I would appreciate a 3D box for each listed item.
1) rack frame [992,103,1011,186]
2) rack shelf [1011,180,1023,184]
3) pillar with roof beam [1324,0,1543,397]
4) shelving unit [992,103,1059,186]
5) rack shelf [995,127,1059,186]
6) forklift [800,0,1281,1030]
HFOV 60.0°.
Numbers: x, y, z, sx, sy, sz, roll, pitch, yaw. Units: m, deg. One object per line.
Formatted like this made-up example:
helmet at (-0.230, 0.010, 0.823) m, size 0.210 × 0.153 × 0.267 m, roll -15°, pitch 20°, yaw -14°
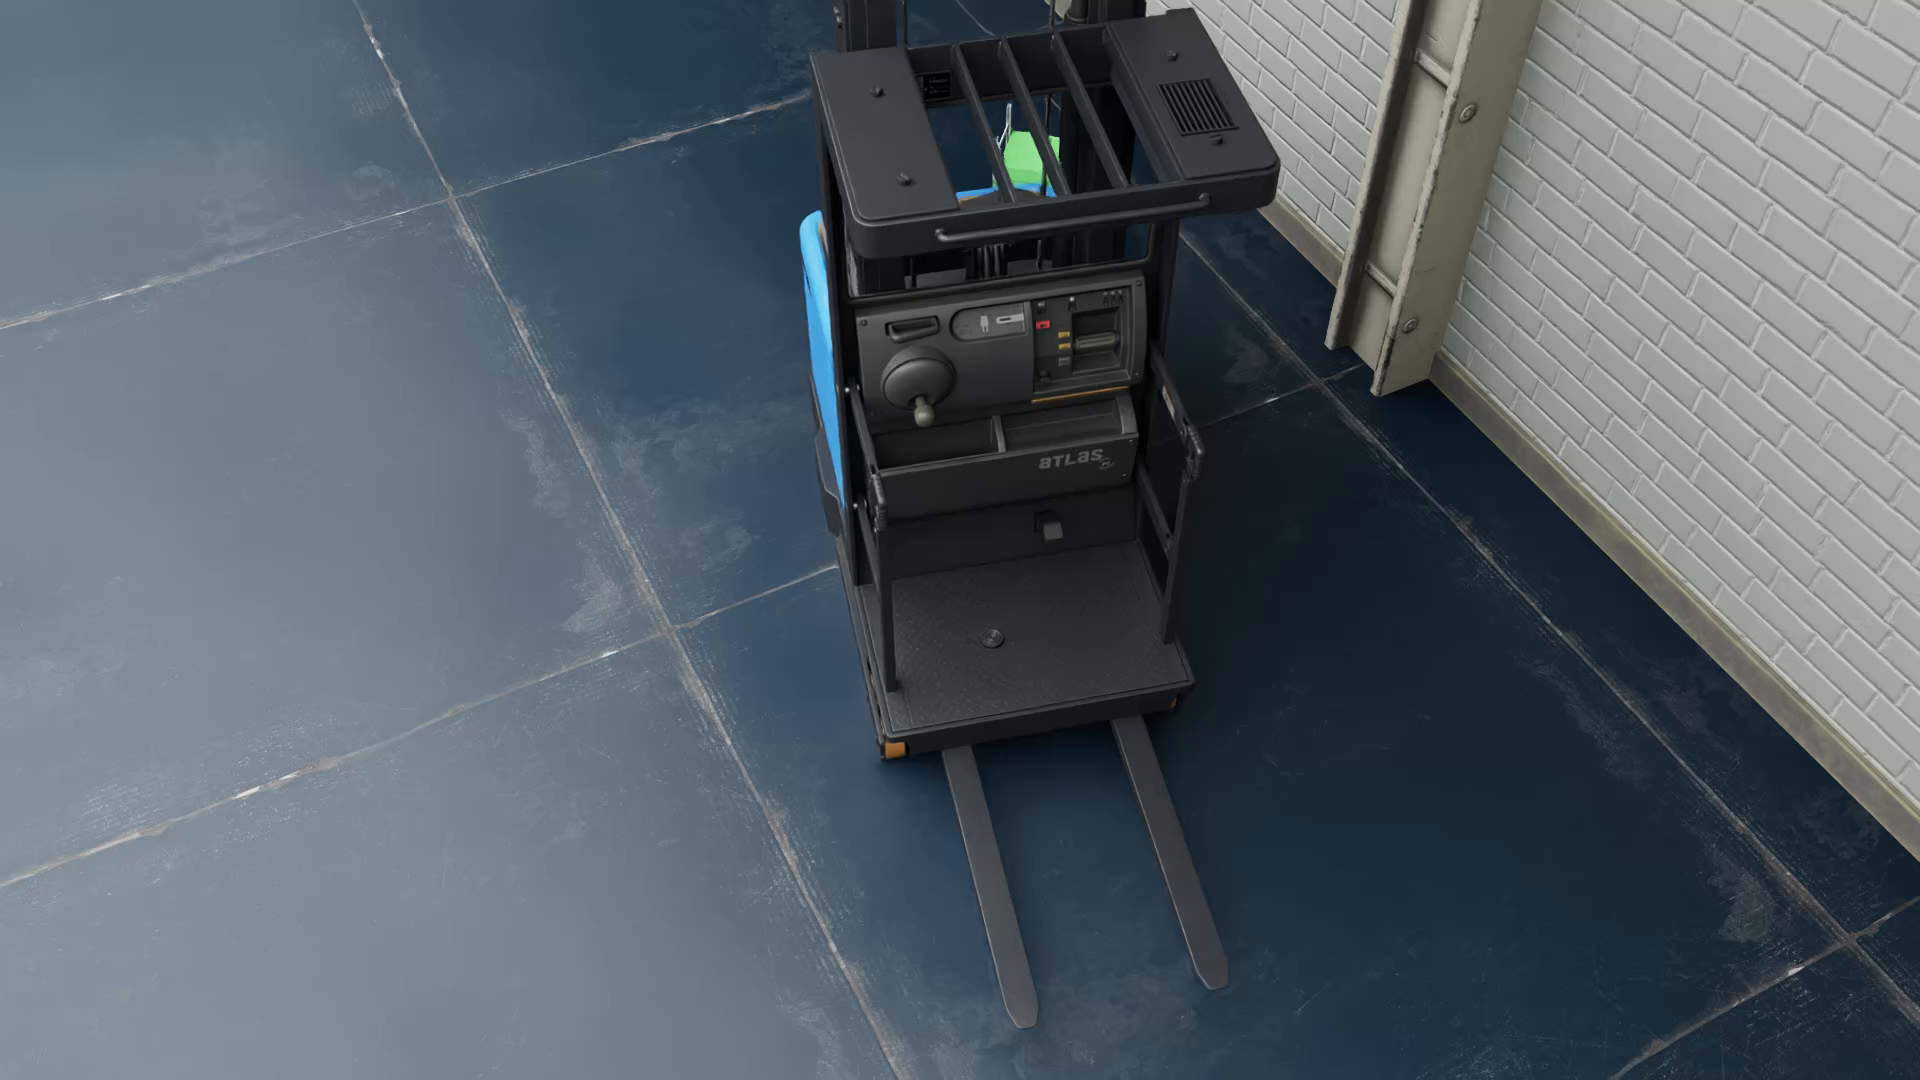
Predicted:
rack frame at (0.165, -1.239, 6.930) m, size 0.015 × 1.200 × 0.240 m, roll 11°, pitch 50°, yaw 10°
rack shelf at (0.401, -1.308, 6.756) m, size 0.480 × 0.148 × 0.258 m, roll 11°, pitch 50°, yaw 10°
pillar with roof beam at (-1.980, -2.279, 2.658) m, size 9.100 × 9.000 × 0.400 m, roll -21°, pitch 52°, yaw -18°
shelving unit at (0.401, -1.192, 6.888) m, size 0.503 × 1.200 × 0.258 m, roll 11°, pitch 50°, yaw 10°
rack shelf at (0.401, -1.466, 6.575) m, size 0.480 × 0.148 × 0.258 m, roll 11°, pitch 50°, yaw 10°
forklift at (0.186, -0.499, 5.132) m, size 1.130 × 2.935 × 3.031 m, roll -9°, pitch 49°, yaw -8°
